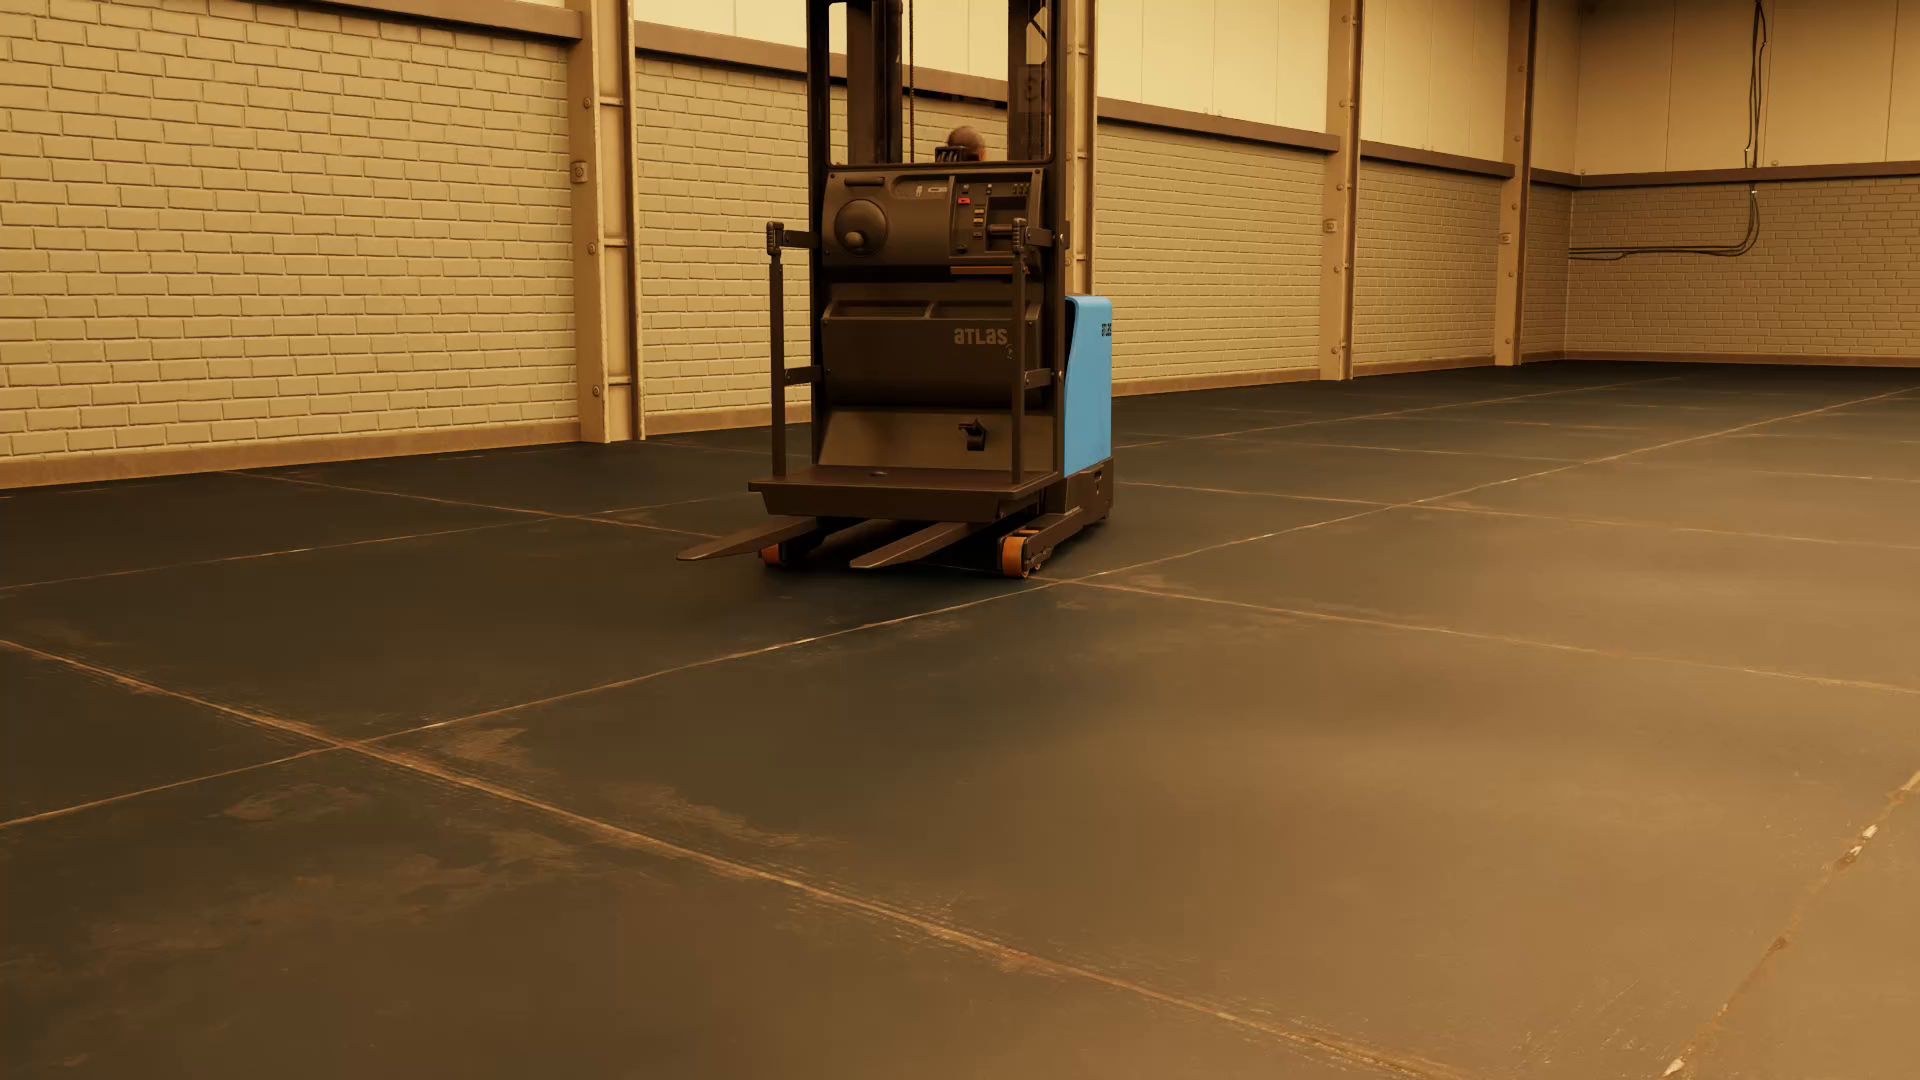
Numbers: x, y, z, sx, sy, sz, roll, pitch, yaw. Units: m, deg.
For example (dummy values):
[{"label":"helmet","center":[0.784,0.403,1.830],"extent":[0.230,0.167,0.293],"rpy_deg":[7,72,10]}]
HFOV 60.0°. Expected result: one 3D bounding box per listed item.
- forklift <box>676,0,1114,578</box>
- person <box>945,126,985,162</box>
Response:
[{"label":"forklift","center":[-0.176,-1.366,6.616],"extent":[1.130,2.935,3.031],"rpy_deg":[3,9,17]},{"label":"person","center":[0.014,-0.972,7.288],"extent":[0.561,1.636,0.372],"rpy_deg":[6,10,35]}]
